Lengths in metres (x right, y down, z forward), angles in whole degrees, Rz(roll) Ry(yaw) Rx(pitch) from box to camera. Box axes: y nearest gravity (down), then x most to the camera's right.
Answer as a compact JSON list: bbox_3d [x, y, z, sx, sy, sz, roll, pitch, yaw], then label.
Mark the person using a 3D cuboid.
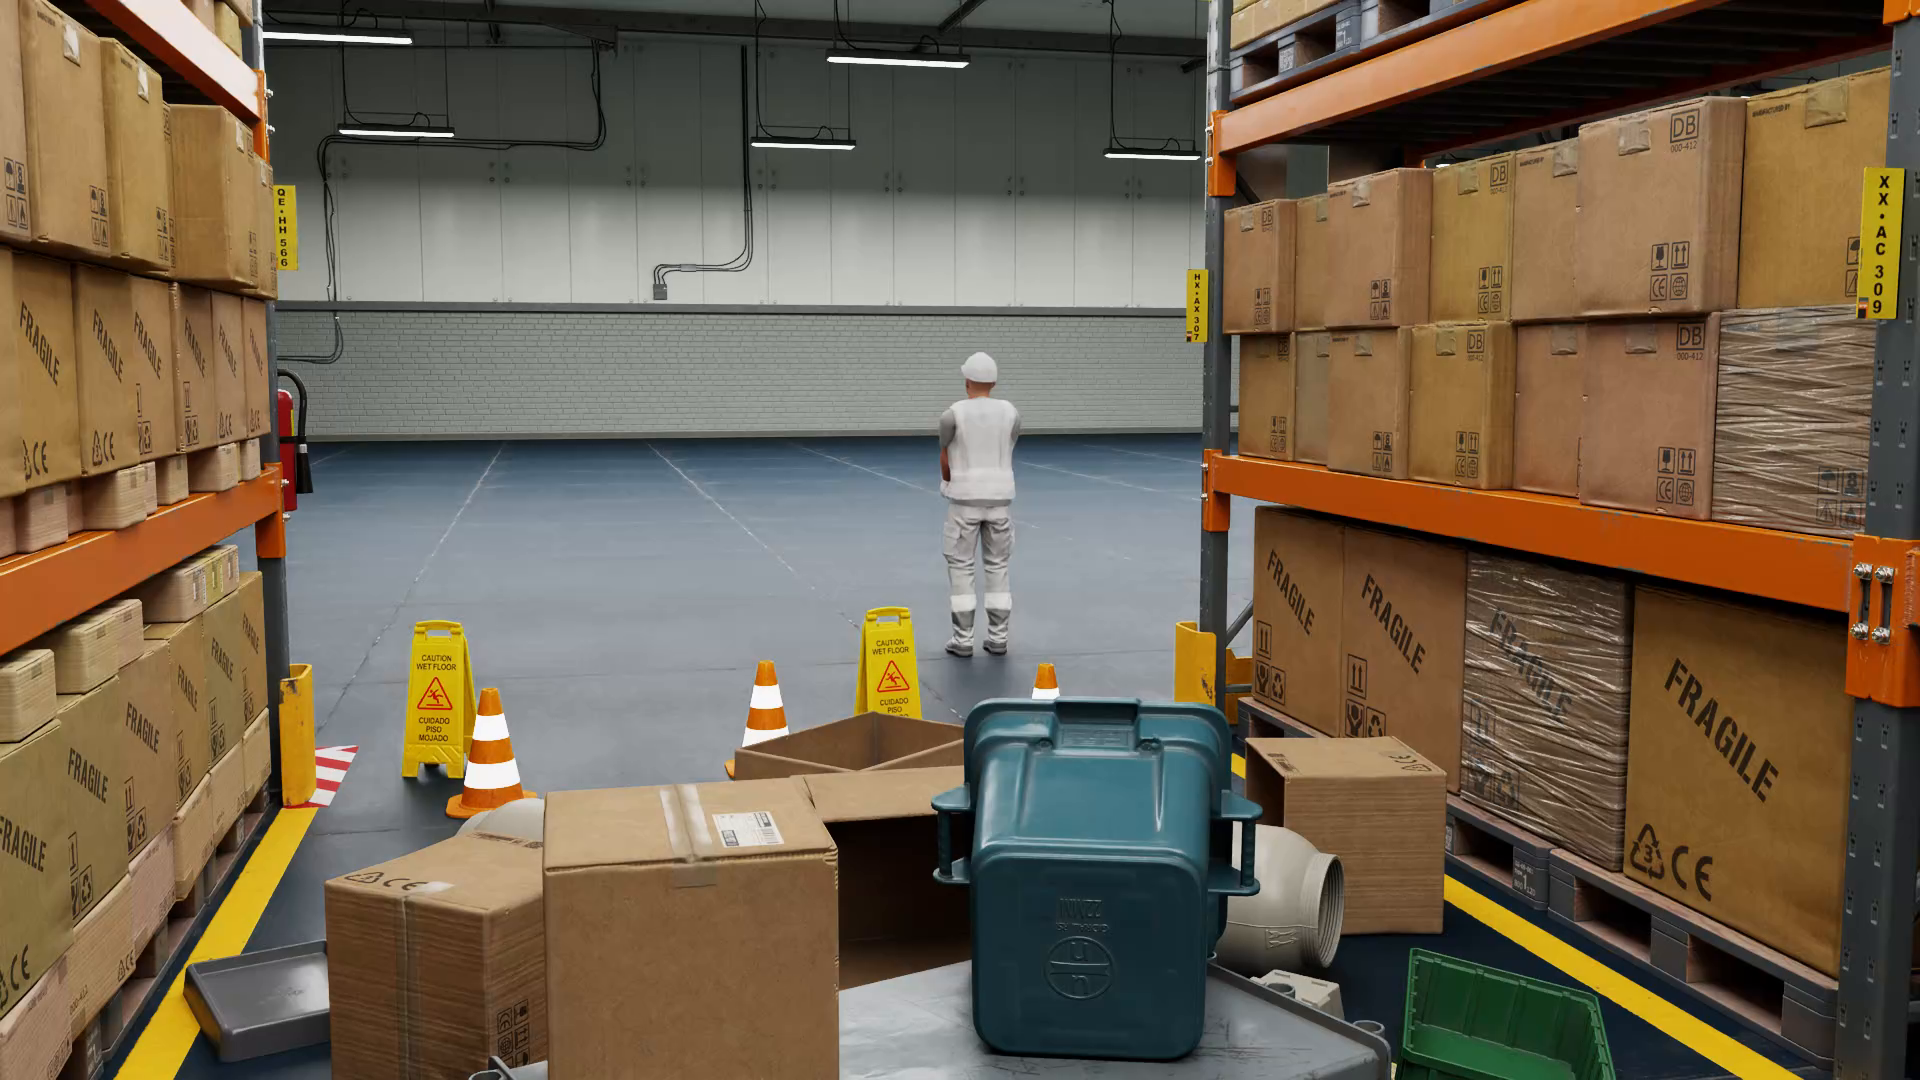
[{"bbox_3d":[0.089,-0.220,9.894,0.493,1.782,0.561,-1,6,-13],"label":"person"}]
